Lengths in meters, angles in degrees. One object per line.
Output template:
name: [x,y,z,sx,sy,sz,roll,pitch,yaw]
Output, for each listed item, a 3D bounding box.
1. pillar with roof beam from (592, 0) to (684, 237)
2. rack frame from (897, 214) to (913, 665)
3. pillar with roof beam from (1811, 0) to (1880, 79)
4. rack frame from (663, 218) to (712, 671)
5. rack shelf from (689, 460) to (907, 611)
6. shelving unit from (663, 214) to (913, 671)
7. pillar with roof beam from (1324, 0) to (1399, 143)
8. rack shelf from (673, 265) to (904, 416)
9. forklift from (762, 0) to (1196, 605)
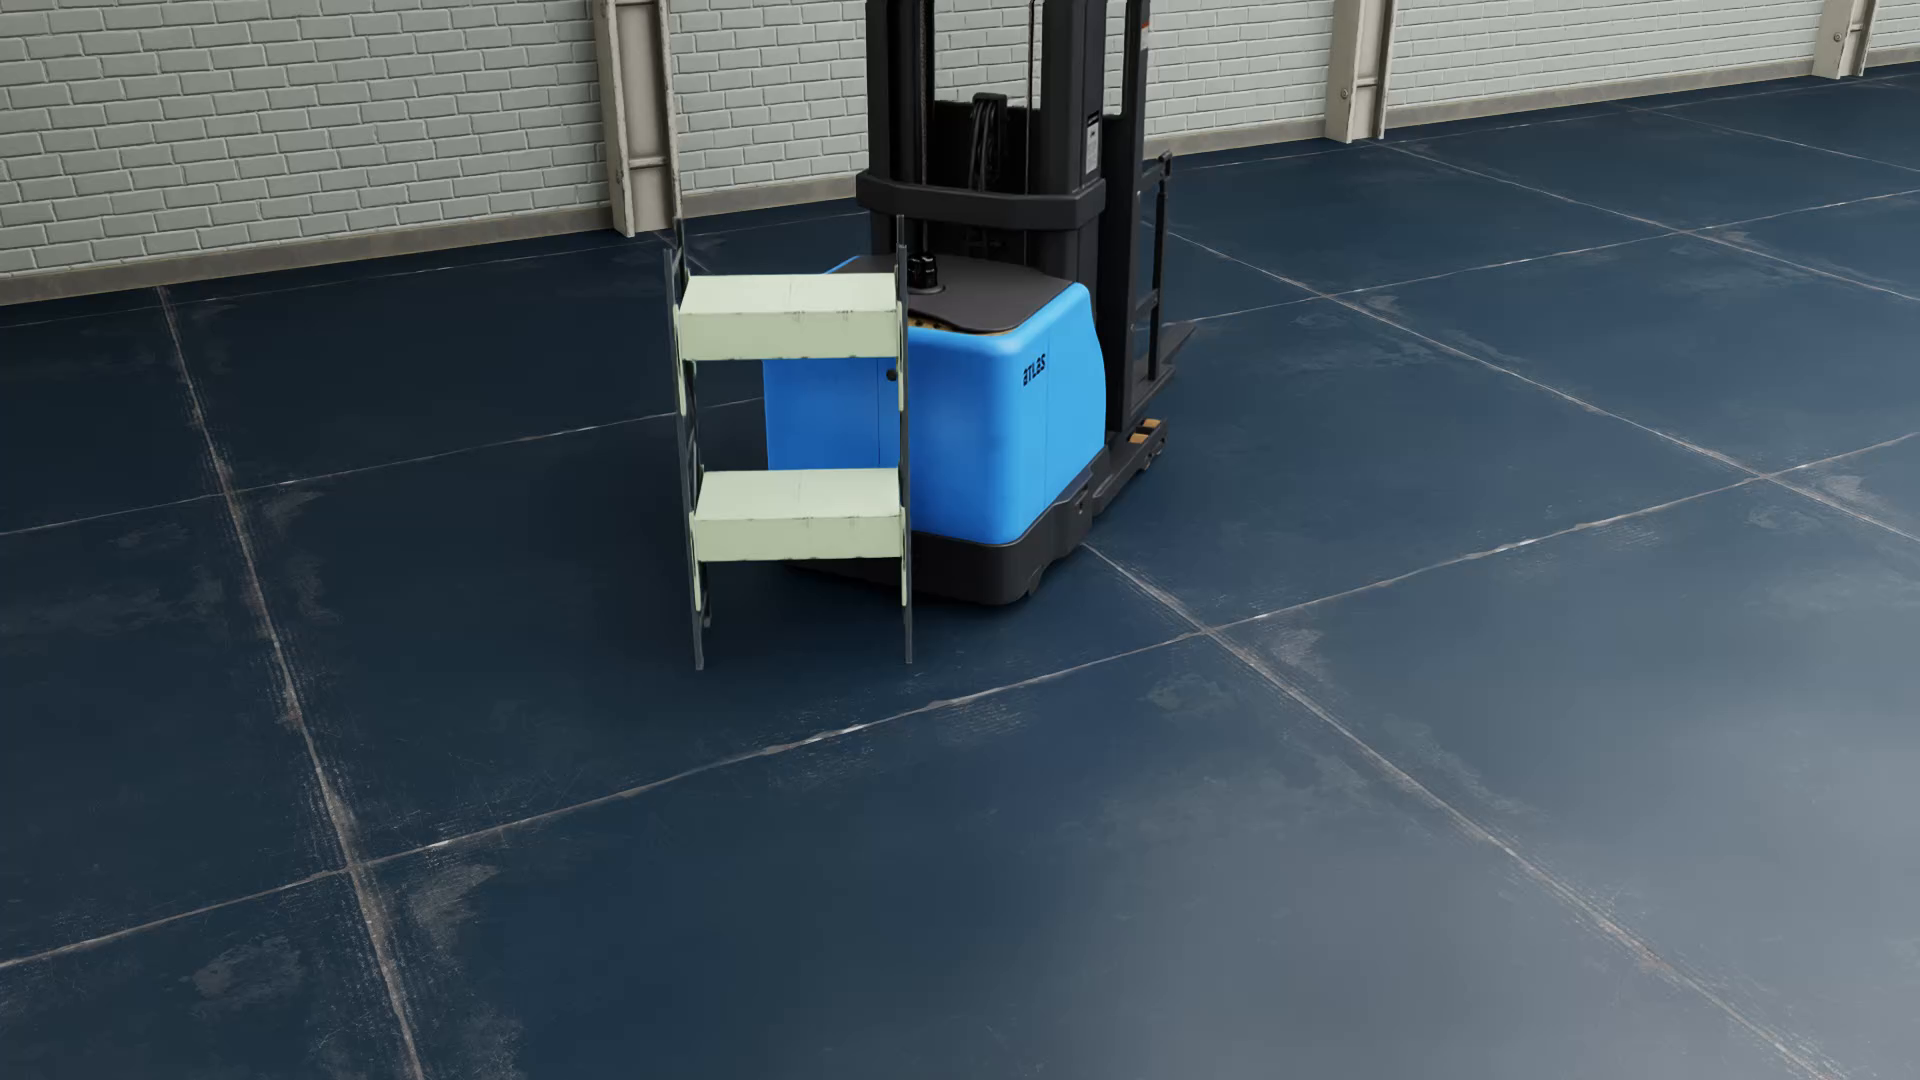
pillar with roof beam: [-0.050,-4.491,5.706,0.400,9.000,9.100,-13,29,-25]
rack frame: [-0.189,-0.323,5.690,0.023,1.500,0.400,-1,26,-3]
pillar with roof beam: [10.538,-6.935,10.797,0.400,9.000,9.100,-13,29,-25]
rack frame: [-0.920,-0.305,5.653,0.023,1.500,0.400,-1,26,-3]
rack shelf: [-0.554,-0.020,5.812,0.720,0.370,0.431,-1,26,-3]
shelving unit: [-0.554,-0.314,5.671,0.755,1.500,0.431,-1,26,-3]
pillar with roof beam: [5.244,-5.713,8.252,0.400,9.000,9.100,-13,29,-25]
rack shelf: [-0.554,-0.666,5.502,0.720,0.370,0.431,-1,26,-3]
forklift: [0.304,-1.695,6.894,1.130,2.935,3.031,11,28,21]
